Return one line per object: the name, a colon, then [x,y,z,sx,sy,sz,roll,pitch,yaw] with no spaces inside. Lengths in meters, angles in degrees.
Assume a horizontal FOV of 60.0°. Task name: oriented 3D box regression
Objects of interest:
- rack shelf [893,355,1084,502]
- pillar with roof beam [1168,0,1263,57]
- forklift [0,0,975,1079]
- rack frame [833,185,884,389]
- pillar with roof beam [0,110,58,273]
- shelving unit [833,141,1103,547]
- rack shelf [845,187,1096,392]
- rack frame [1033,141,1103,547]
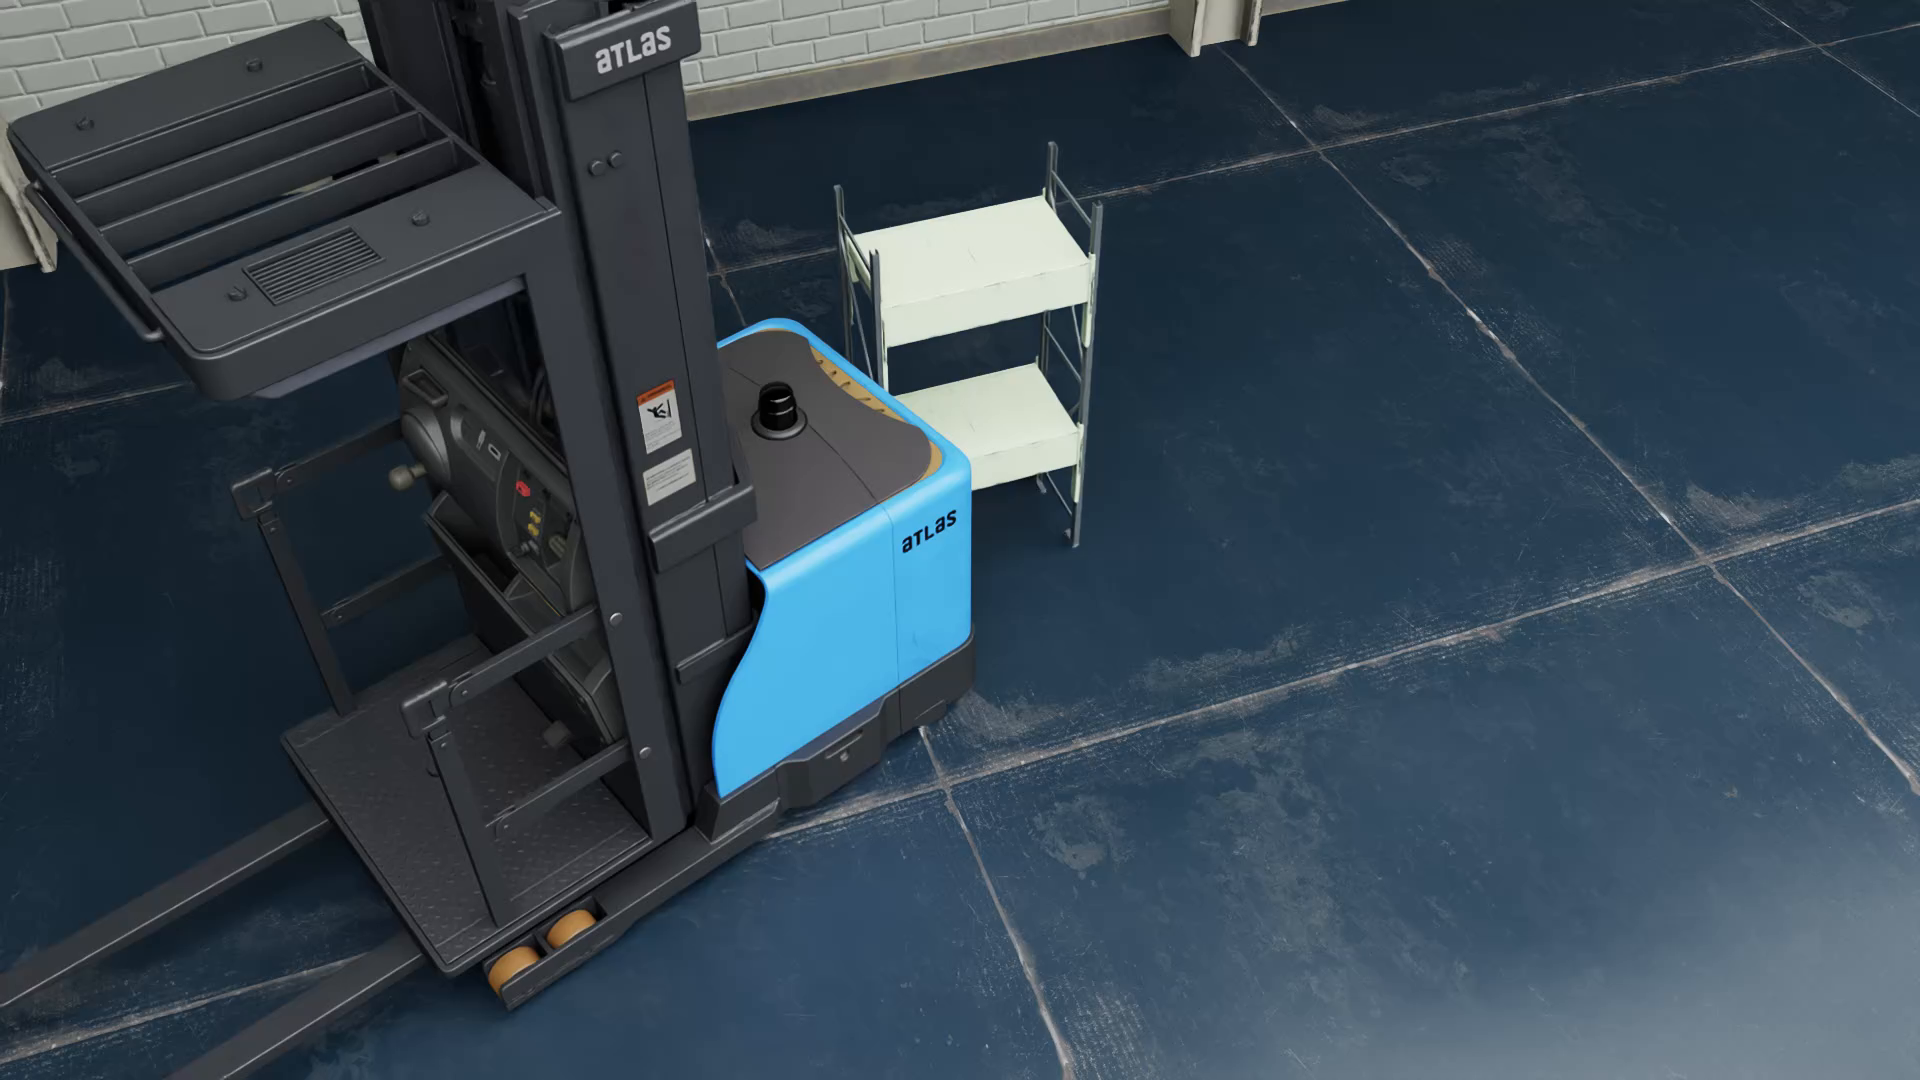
rack shelf: [0.022,-0.317,5.968,0.720,0.370,0.431,-15,47,-14]
pillar with roof beam: [2.814,-3.014,2.900,0.400,9.000,9.100,-14,47,-14]
forklift: [-1.400,-0.101,4.281,3.031,2.935,1.130,-31,53,-27]
rack frame: [-0.321,-0.457,5.647,0.023,1.500,0.400,-15,47,-14]
pillar with roof beam: [-2.829,-1.571,1.462,0.400,9.000,9.100,-14,47,-14]
shelving unit: [0.022,-0.548,5.737,0.755,1.500,0.431,-15,47,-14]
rack shelf: [0.022,-0.823,5.460,0.720,0.370,0.431,-15,47,-14]
rack frame: [0.365,-0.638,5.827,0.023,1.500,0.400,-15,47,-14]
